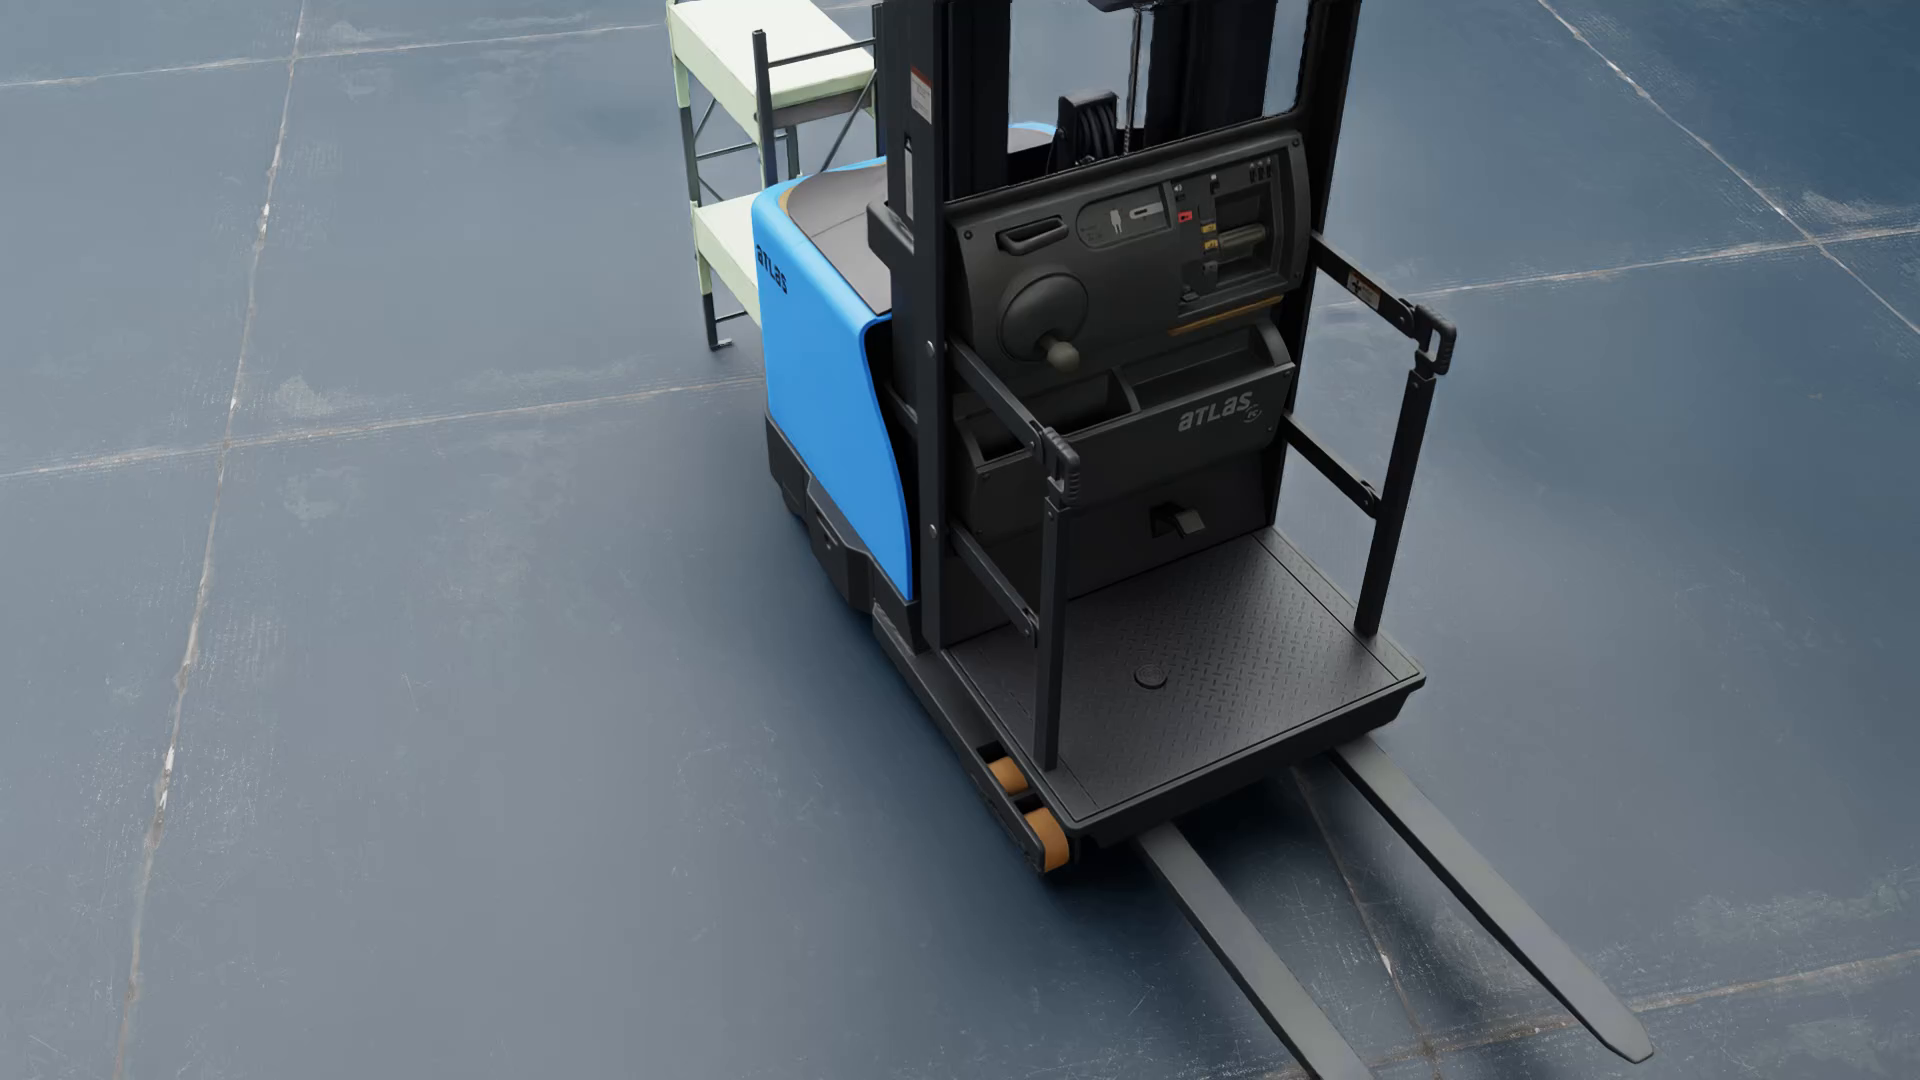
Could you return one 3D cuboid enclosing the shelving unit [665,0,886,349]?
[{"bbox_3d":[-0.564,-1.107,5.368,0.431,1.500,0.755,-19,45,-21],"label":"shelving unit"}]

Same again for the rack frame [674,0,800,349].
[{"bbox_3d":[-0.736,-1.322,5.609,0.400,1.500,0.023,-19,45,-21],"label":"rack frame"}]

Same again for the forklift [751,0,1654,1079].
[{"bbox_3d":[0.520,-0.588,3.704,1.130,2.935,3.031,-19,45,-21],"label":"forklift"}]

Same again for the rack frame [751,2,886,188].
[{"bbox_3d":[-0.392,-0.893,5.126,0.400,1.500,0.023,-19,45,-21],"label":"rack frame"}]

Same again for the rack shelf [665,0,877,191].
[{"bbox_3d":[-0.564,-1.399,5.108,0.431,0.370,0.720,-19,45,-21],"label":"rack shelf"}]

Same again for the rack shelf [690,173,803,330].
[{"bbox_3d":[-0.564,-0.863,5.584,0.431,0.370,0.720,-19,45,-21],"label":"rack shelf"}]
